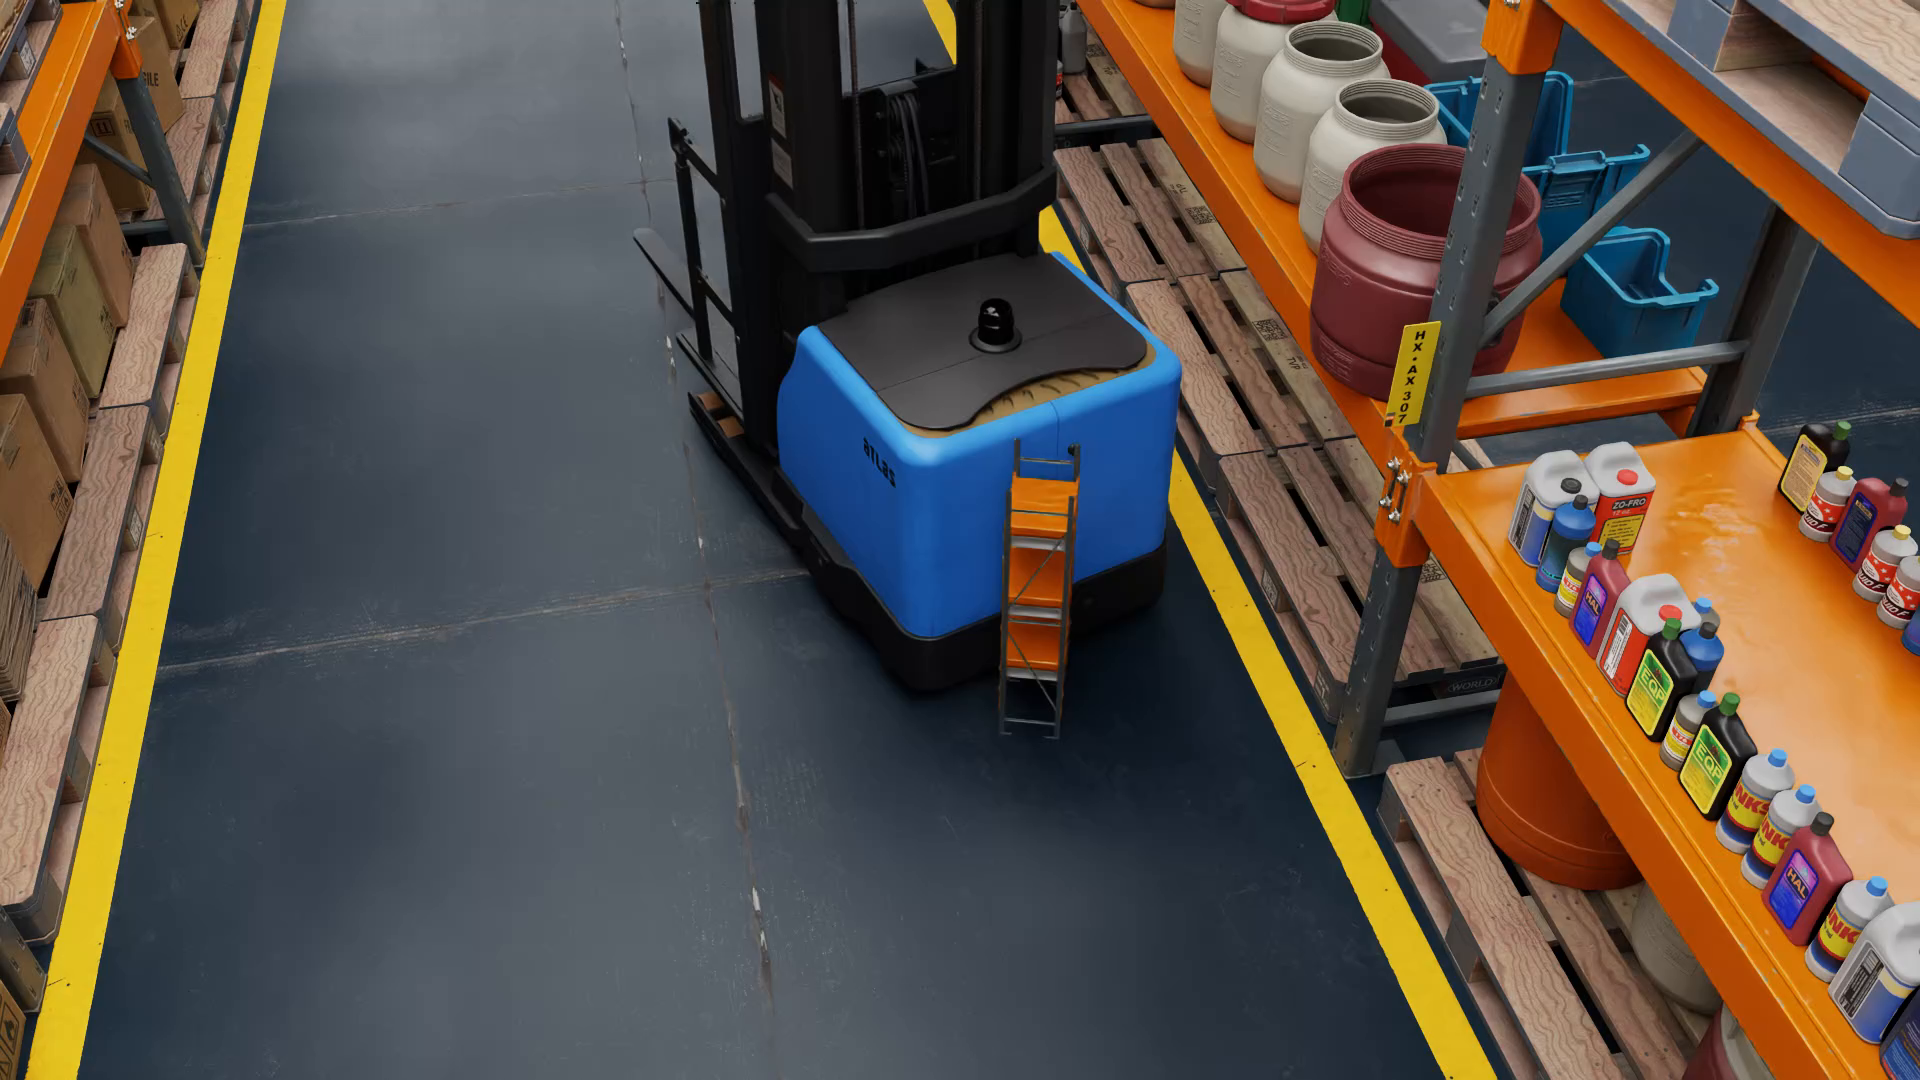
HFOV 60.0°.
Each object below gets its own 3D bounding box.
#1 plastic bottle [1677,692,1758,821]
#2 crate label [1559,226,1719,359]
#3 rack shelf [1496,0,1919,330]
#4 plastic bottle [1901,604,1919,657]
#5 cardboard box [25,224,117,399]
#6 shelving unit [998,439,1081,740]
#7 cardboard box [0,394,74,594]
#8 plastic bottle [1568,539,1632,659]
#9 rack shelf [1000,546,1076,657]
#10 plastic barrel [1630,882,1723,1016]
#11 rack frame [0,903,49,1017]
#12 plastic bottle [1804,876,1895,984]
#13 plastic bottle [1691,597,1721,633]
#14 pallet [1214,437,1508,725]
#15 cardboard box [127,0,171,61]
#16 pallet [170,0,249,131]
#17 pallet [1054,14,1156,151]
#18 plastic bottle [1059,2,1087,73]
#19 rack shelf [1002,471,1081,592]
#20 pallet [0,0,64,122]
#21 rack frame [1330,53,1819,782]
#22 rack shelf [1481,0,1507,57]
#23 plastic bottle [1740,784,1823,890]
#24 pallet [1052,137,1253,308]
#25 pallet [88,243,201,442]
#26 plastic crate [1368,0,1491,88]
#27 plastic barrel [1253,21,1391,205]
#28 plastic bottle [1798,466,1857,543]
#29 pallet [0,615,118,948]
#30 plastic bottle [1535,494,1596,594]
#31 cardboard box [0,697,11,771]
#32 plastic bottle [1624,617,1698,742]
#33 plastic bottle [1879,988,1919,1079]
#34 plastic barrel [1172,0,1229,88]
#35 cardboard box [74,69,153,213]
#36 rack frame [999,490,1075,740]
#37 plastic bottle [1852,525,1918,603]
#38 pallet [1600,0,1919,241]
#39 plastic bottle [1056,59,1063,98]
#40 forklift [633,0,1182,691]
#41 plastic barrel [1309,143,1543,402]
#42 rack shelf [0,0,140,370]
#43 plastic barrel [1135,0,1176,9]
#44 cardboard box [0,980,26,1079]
[{"bbox_3d":[1.630,0.461,3.559,0.061,0.283,0.133,-8,42,-9],"label":"plastic bottle"},{"bbox_3d":[1.993,-0.717,4.924,0.303,0.233,0.416,-8,42,-9],"label":"crate label"},{"bbox_3d":[2.150,-0.009,2.283,1.077,0.370,4.000,-8,42,-9],"label":"rack shelf"},{"bbox_3d":[2.321,0.150,3.919,0.097,0.271,0.097,0,42,0],"label":"plastic bottle"},{"bbox_3d":[-3.786,-0.852,6.502,0.700,0.500,0.500,-9,42,-10],"label":"cardboard box"},{"bbox_3d":[0.247,0.178,5.257,0.215,1.050,0.252,5,42,5],"label":"shelving unit"},{"bbox_3d":[-3.544,-0.128,5.686,0.700,0.500,0.500,-5,42,-6],"label":"cardboard box"},{"bbox_3d":[1.522,0.138,3.923,0.061,0.283,0.133,-8,42,-9],"label":"plastic bottle"},{"bbox_3d":[0.247,0.186,5.264,0.215,0.259,0.240,5,42,5],"label":"rack shelf"},{"bbox_3d":[2.049,0.989,4.434,0.421,0.512,0.421,0,42,0],"label":"plastic barrel"},{"bbox_3d":[-3.118,0.257,3.701,1.000,3.000,0.127,-8,42,-9],"label":"rack frame"},{"bbox_3d":[1.743,0.750,3.242,0.097,0.271,0.097,0,42,0],"label":"plastic bottle"},{"bbox_3d":[1.713,0.219,3.894,0.097,0.201,0.097,0,42,0],"label":"plastic bottle"},{"bbox_3d":[1.589,0.083,5.998,1.003,0.211,1.213,-8,42,-9],"label":"pallet"},{"bbox_3d":[-4.371,-2.584,8.468,0.500,0.500,0.500,-12,43,-13],"label":"cardboard box"},{"bbox_3d":[-4.428,-2.515,8.925,1.003,0.211,1.213,-8,42,-9],"label":"pallet"},{"bbox_3d":[0.750,-2.444,8.844,1.003,0.211,1.213,-8,42,-9],"label":"pallet"},{"bbox_3d":[0.575,-2.616,8.602,0.144,0.351,0.185,-8,42,-9],"label":"plastic bottle"},{"bbox_3d":[0.248,-0.026,5.076,0.215,0.259,0.240,5,42,5],"label":"rack shelf"},{"bbox_3d":[-3.959,-1.748,6.104,1.003,0.211,1.213,-8,42,-9],"label":"pallet"},{"bbox_3d":[1.718,-0.452,4.500,1.000,3.000,0.127,-8,42,-9],"label":"rack frame"},{"bbox_3d":[1.286,-2.602,5.204,1.077,0.370,4.000,-8,42,-9],"label":"rack shelf"},{"bbox_3d":[1.693,0.601,3.411,0.097,0.271,0.097,0,42,0],"label":"plastic bottle"},{"bbox_3d":[1.062,-1.499,7.780,1.003,0.211,1.213,-8,42,-9],"label":"pallet"},{"bbox_3d":[-3.812,-0.788,6.979,1.003,0.211,1.213,-8,42,-9],"label":"pallet"},{"bbox_3d":[1.668,-1.568,5.708,0.402,0.464,0.583,-8,42,-9],"label":"plastic crate"},{"bbox_3d":[1.196,-1.404,5.487,0.421,0.512,0.421,0,42,0],"label":"plastic barrel"},{"bbox_3d":[2.229,-0.100,4.252,0.097,0.201,0.097,0,42,0],"label":"plastic bottle"},{"bbox_3d":[-3.286,0.793,5.197,1.003,0.211,1.213,-8,42,-9],"label":"pallet"},{"bbox_3d":[1.494,0.002,4.086,0.097,0.271,0.097,0,42,0],"label":"plastic bottle"},{"bbox_3d":[-3.282,0.596,4.871,0.700,0.500,0.500,-10,43,-12],"label":"cardboard box"},{"bbox_3d":[1.580,0.311,3.728,0.061,0.283,0.133,-8,42,-9],"label":"plastic bottle"},{"bbox_3d":[1.826,0.896,3.018,0.144,0.351,0.185,-8,42,-9],"label":"plastic bottle"},{"bbox_3d":[1.005,-1.969,6.106,0.433,0.535,0.433,0,42,0],"label":"plastic barrel"},{"bbox_3d":[-4.029,-1.823,7.611,0.500,0.500,0.500,-10,42,-11],"label":"cardboard box"},{"bbox_3d":[0.231,0.259,5.167,0.200,1.050,0.008,5,42,5],"label":"rack frame"},{"bbox_3d":[2.279,0.050,4.084,0.097,0.201,0.097,0,42,0],"label":"plastic bottle"},{"bbox_3d":[1.787,-0.994,2.993,1.003,0.211,1.213,-8,42,-9],"label":"pallet"},{"bbox_3d":[0.472,-2.354,8.419,0.097,0.201,0.097,0,42,0],"label":"plastic bottle"},{"bbox_3d":[-0.435,-1.557,5.796,1.130,2.935,3.031,-21,46,-22],"label":"forklift"},{"bbox_3d":[1.322,-0.761,4.745,0.600,0.536,0.708,-8,42,-9],"label":"plastic barrel"},{"bbox_3d":[-3.550,-0.770,5.400,1.077,0.370,4.000,-8,42,-9],"label":"rack shelf"},{"bbox_3d":[0.847,-2.445,6.642,0.433,0.535,0.433,0,42,0],"label":"plastic barrel"},{"bbox_3d":[-2.990,1.345,3.759,1.225,0.875,0.875,-10,43,-11],"label":"cardboard box"}]
